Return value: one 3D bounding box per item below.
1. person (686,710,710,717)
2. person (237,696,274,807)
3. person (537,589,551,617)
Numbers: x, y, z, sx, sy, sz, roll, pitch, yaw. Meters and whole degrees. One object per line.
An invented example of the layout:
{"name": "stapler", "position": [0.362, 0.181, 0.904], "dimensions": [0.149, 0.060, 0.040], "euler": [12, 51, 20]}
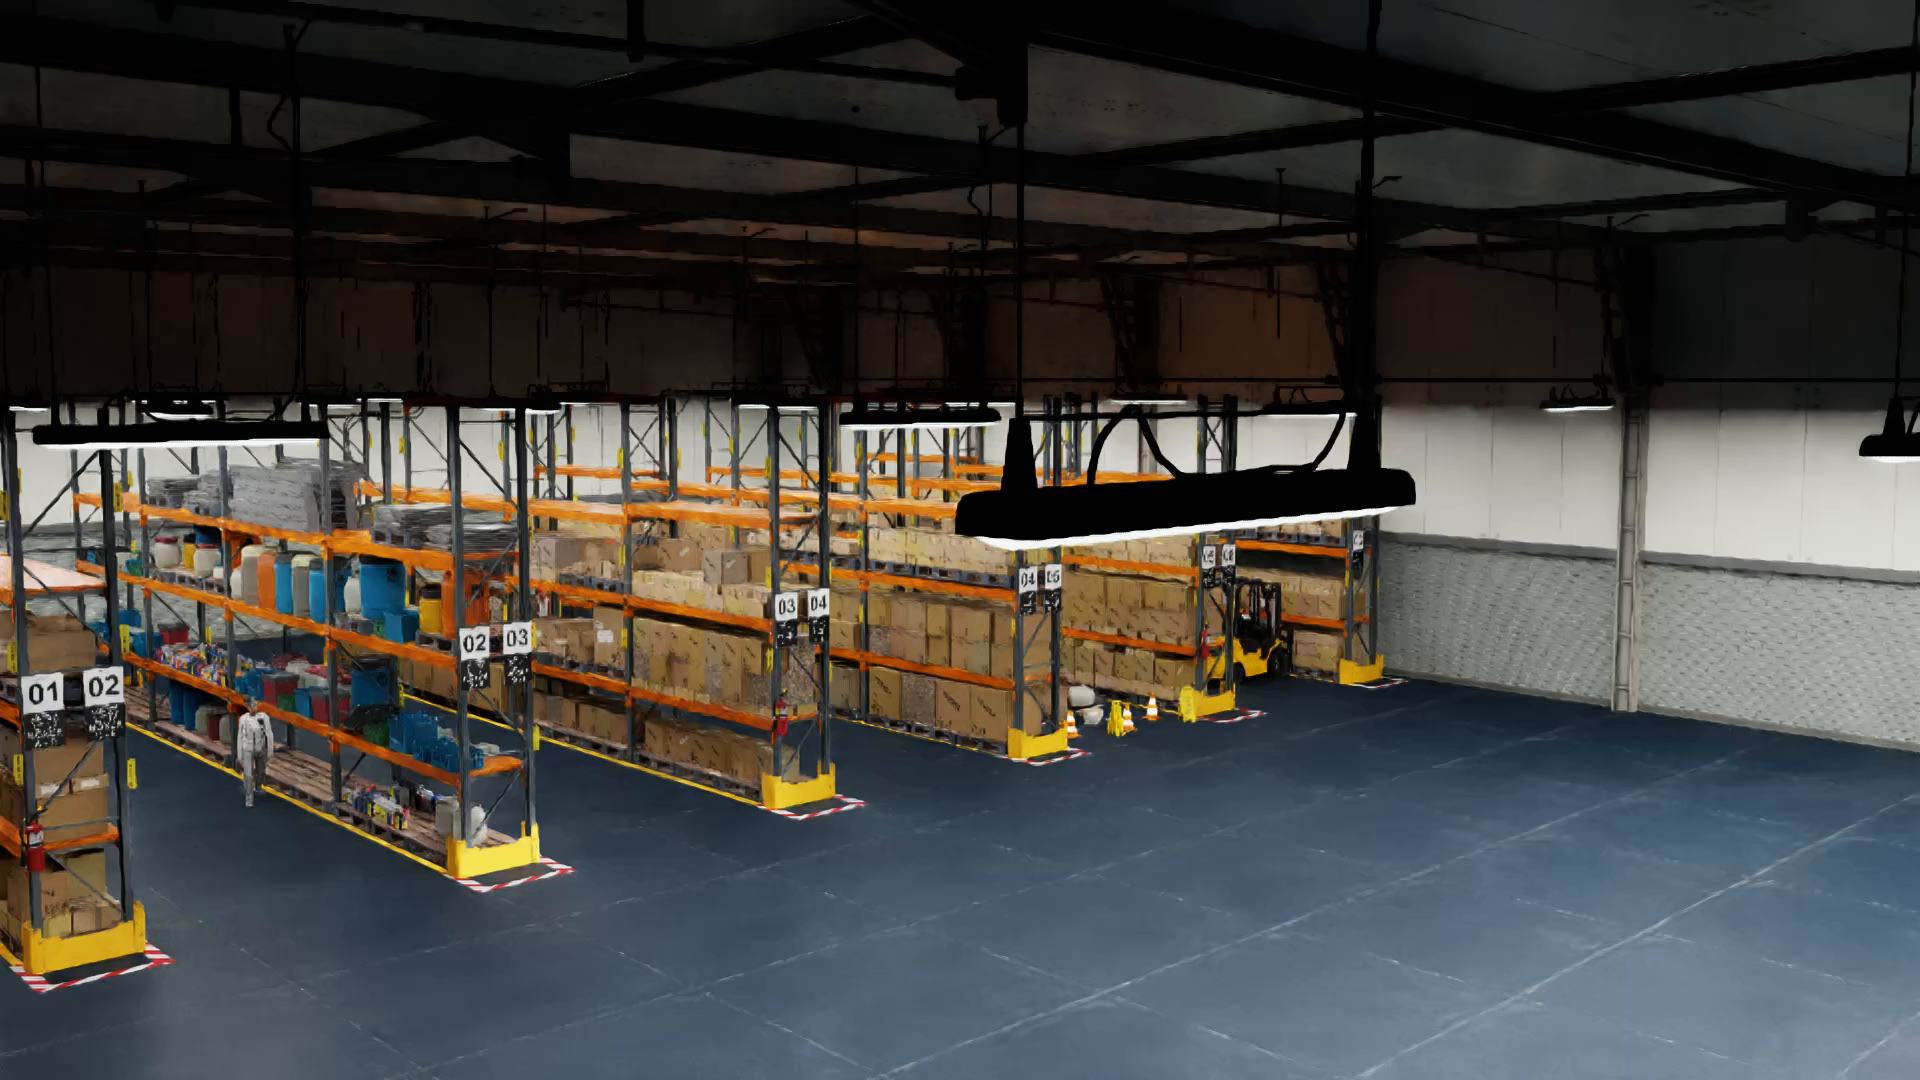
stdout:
{"name": "person", "position": [-4.892, 2.465, 31.299], "dimensions": [0.551, 1.664, 0.573], "euler": [-1, 6, -15]}
{"name": "person", "position": [-10.530, 3.108, 24.850], "dimensions": [0.505, 1.636, 0.907], "euler": [-3, 6, -27]}
{"name": "person", "position": [-9.424, 1.871, 37.279], "dimensions": [0.663, 1.742, 0.551], "euler": [-5, 8, -44]}
